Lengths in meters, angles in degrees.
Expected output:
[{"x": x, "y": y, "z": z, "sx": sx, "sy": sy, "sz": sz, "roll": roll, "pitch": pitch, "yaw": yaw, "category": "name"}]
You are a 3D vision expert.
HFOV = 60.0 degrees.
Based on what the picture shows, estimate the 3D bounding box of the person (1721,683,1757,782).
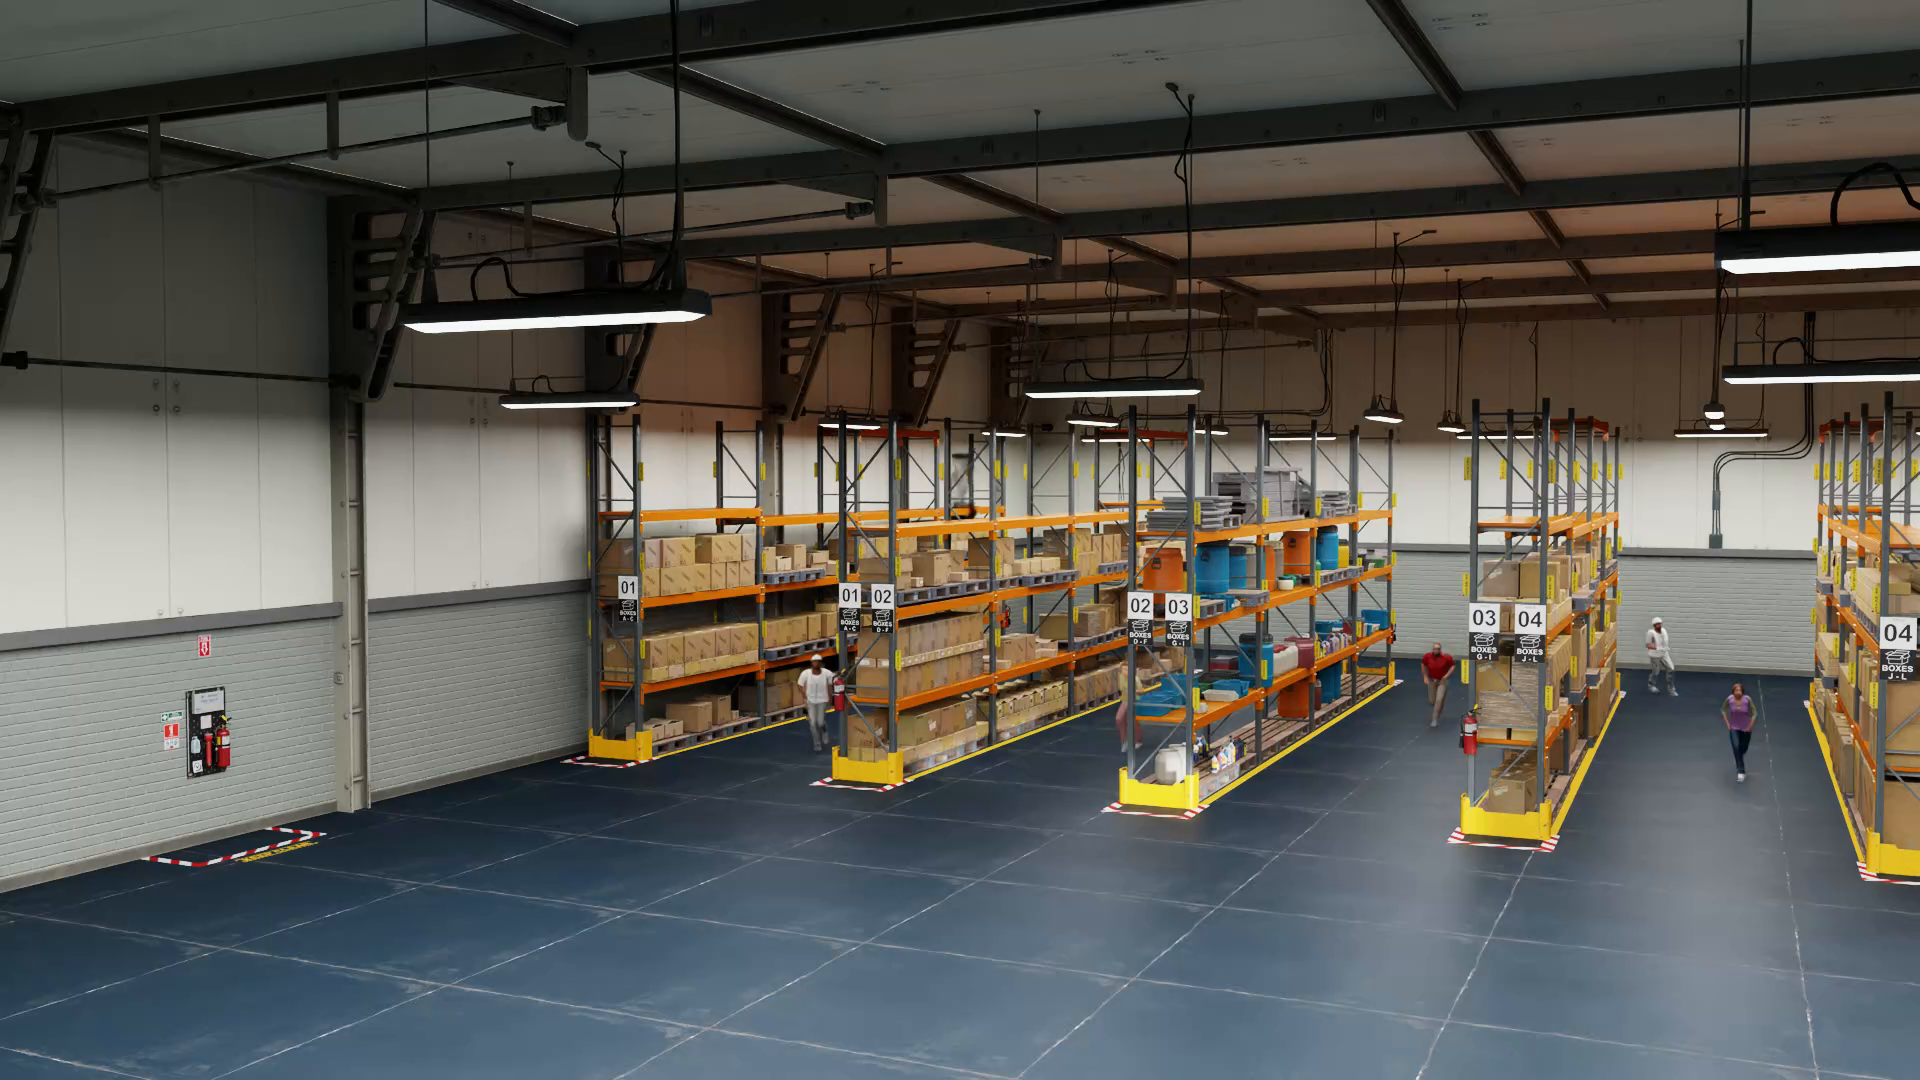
[{"x": 12.757, "y": 3.115, "z": 27.253, "sx": 0.537, "sy": 1.586, "sz": 0.906, "roll": 1, "pitch": 3, "yaw": 21, "category": "person"}]

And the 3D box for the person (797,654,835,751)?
[{"x": -2.584, "y": 2.911, "z": 29.839, "sx": 0.683, "sy": 1.732, "sz": 0.612, "roll": 0, "pitch": 2, "yaw": -2, "category": "person"}]

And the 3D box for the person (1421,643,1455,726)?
[{"x": 9.476, "y": 2.846, "z": 32.950, "sx": 0.661, "sy": 1.678, "sz": 0.823, "roll": 1, "pitch": 2, "yaw": 19, "category": "person"}]

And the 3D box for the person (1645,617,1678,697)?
[{"x": 15.589, "y": 2.608, "z": 37.172, "sx": 0.689, "sy": 1.789, "sz": 0.792, "roll": -1, "pitch": 2, "yaw": -15, "category": "person"}]

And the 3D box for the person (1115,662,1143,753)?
[{"x": 3.052, "y": 2.962, "z": 29.578, "sx": 0.570, "sy": 1.625, "sz": 0.876, "roll": 1, "pitch": 3, "yaw": 28, "category": "person"}]
